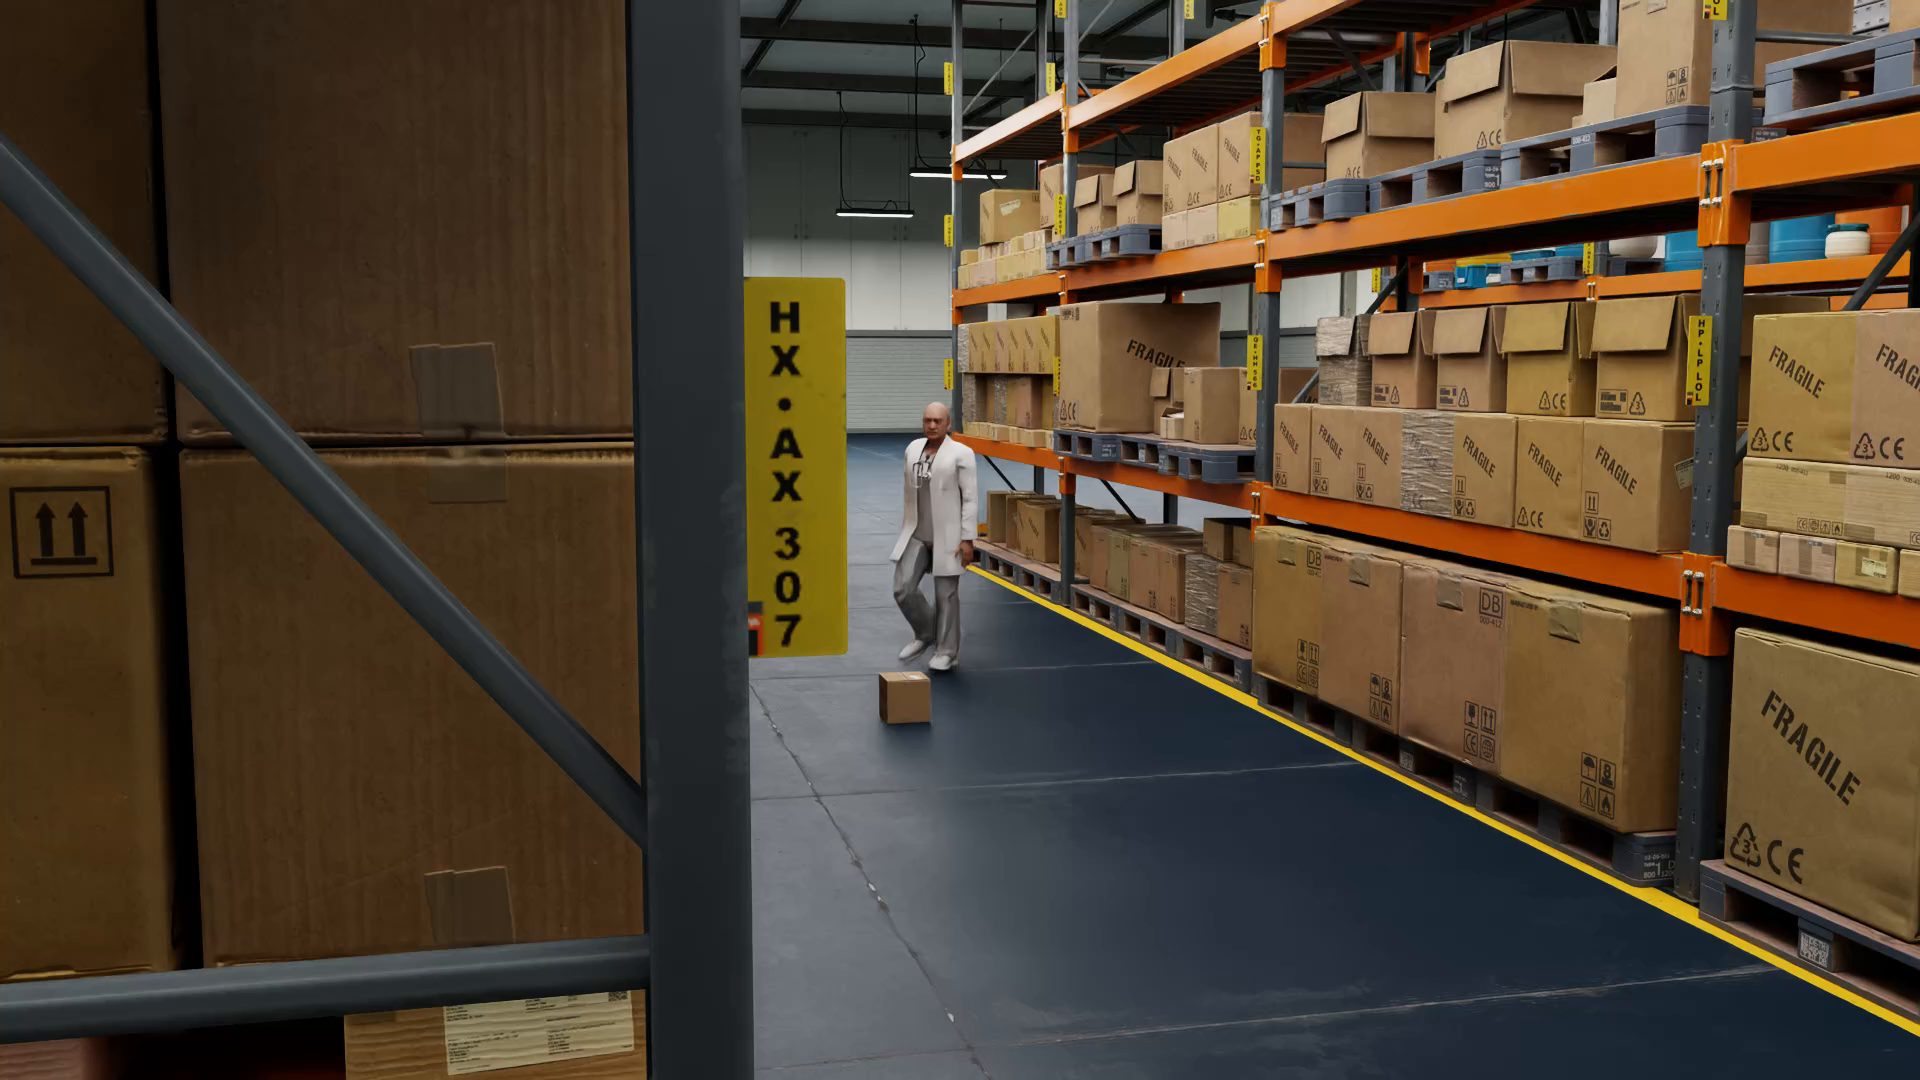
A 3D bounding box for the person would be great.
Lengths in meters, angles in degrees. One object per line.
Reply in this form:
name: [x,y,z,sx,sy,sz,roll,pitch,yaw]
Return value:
person: [-0.152,-0.019,10.888,0.610,1.766,0.525,3,7,26]
